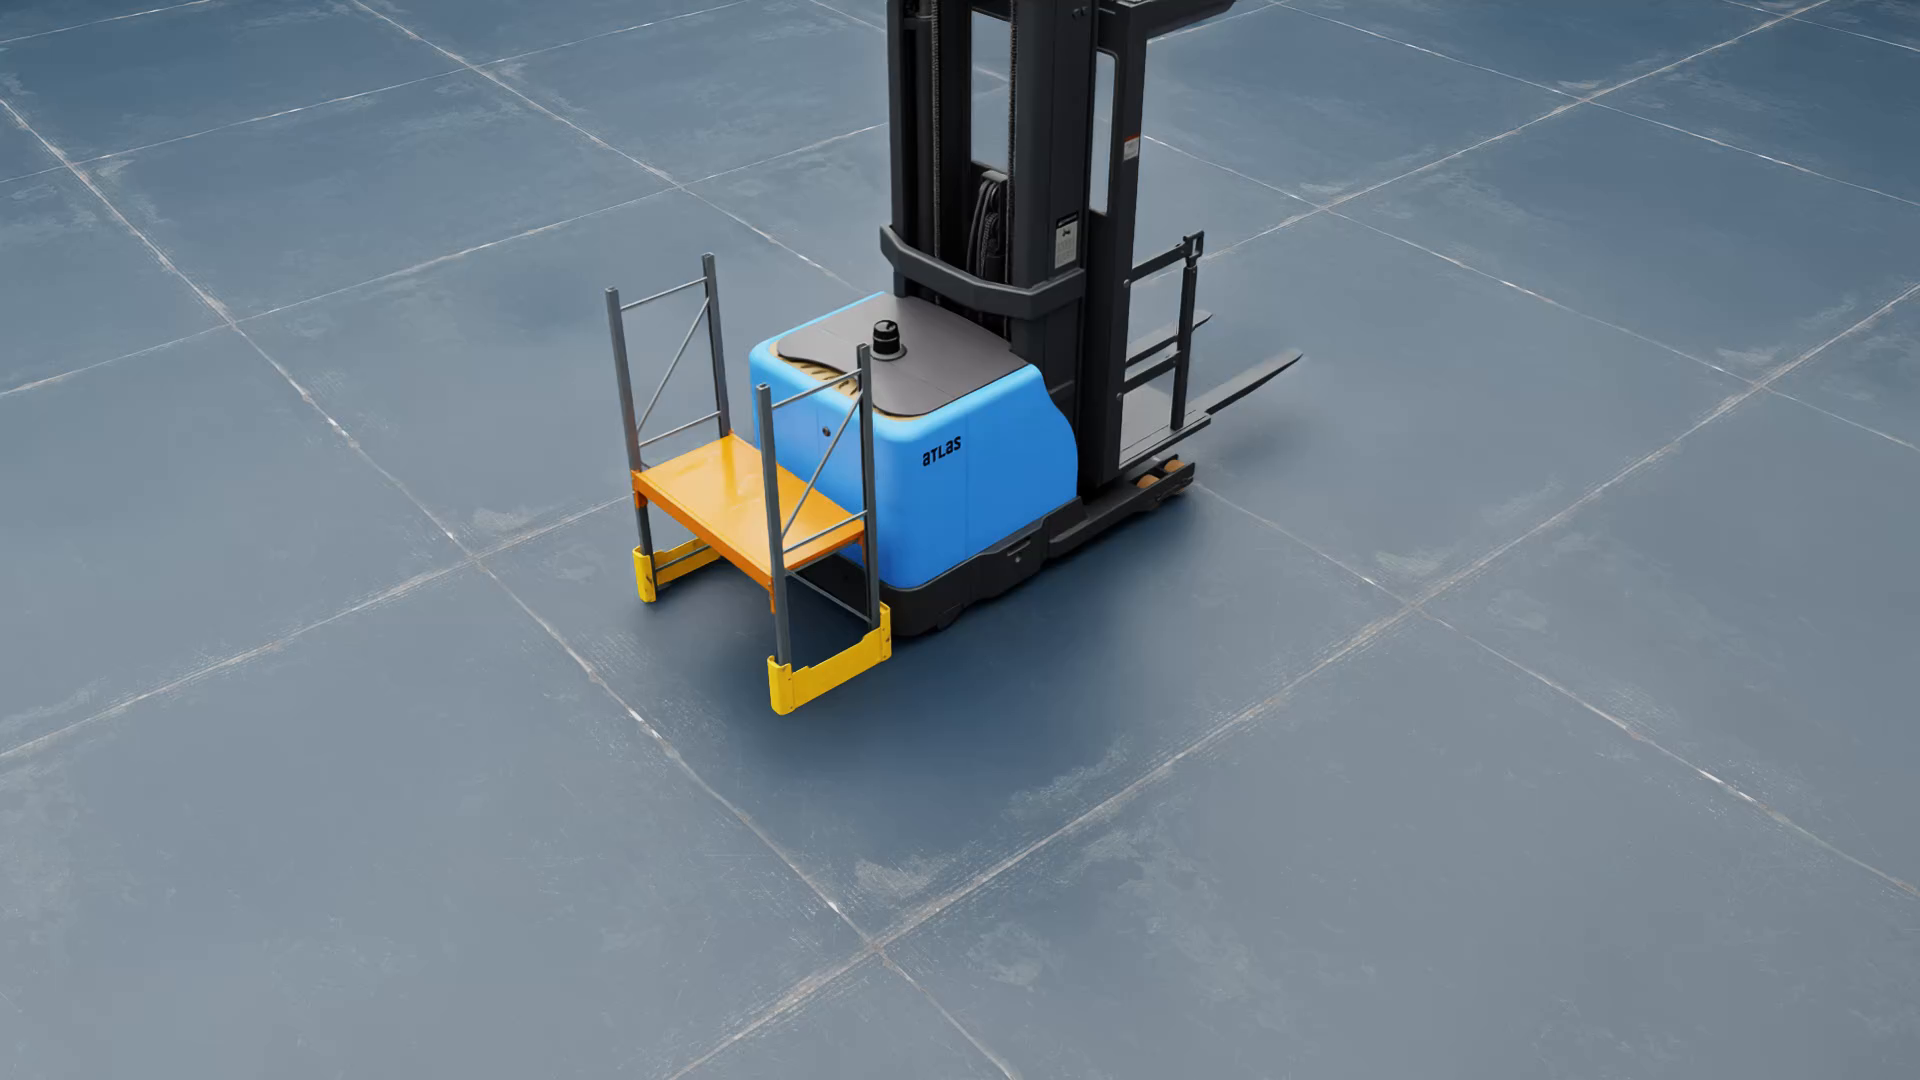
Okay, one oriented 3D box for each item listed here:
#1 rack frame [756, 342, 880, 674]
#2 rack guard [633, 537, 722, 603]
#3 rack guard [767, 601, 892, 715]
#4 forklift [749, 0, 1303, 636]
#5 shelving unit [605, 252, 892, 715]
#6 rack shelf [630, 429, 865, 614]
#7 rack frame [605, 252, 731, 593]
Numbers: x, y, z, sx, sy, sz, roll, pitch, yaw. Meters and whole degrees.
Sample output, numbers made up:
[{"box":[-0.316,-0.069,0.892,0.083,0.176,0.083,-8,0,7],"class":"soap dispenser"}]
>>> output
[{"box":[-0.530,-0.025,6.487,0.500,1.500,0.032,-27,43,-33],"class":"rack frame"},{"box":[-1.188,0.051,7.460,0.587,0.250,0.087,-27,43,-33],"class":"rack guard"},{"box":[-0.530,0.484,6.850,0.587,0.250,0.087,-27,43,-33],"class":"rack guard"},{"box":[0.493,-1.532,7.377,3.031,2.935,1.130,-29,45,-35],"class":"forklift"},{"box":[-0.860,-0.242,6.793,0.587,1.500,1.083,-27,43,-33],"class":"shelving unit"},{"box":[-0.866,-0.099,6.903,0.538,0.185,1.000,-27,43,-33],"class":"rack shelf"},{"box":[-1.202,-0.467,7.110,0.500,1.500,0.032,-27,43,-33],"class":"rack frame"}]
